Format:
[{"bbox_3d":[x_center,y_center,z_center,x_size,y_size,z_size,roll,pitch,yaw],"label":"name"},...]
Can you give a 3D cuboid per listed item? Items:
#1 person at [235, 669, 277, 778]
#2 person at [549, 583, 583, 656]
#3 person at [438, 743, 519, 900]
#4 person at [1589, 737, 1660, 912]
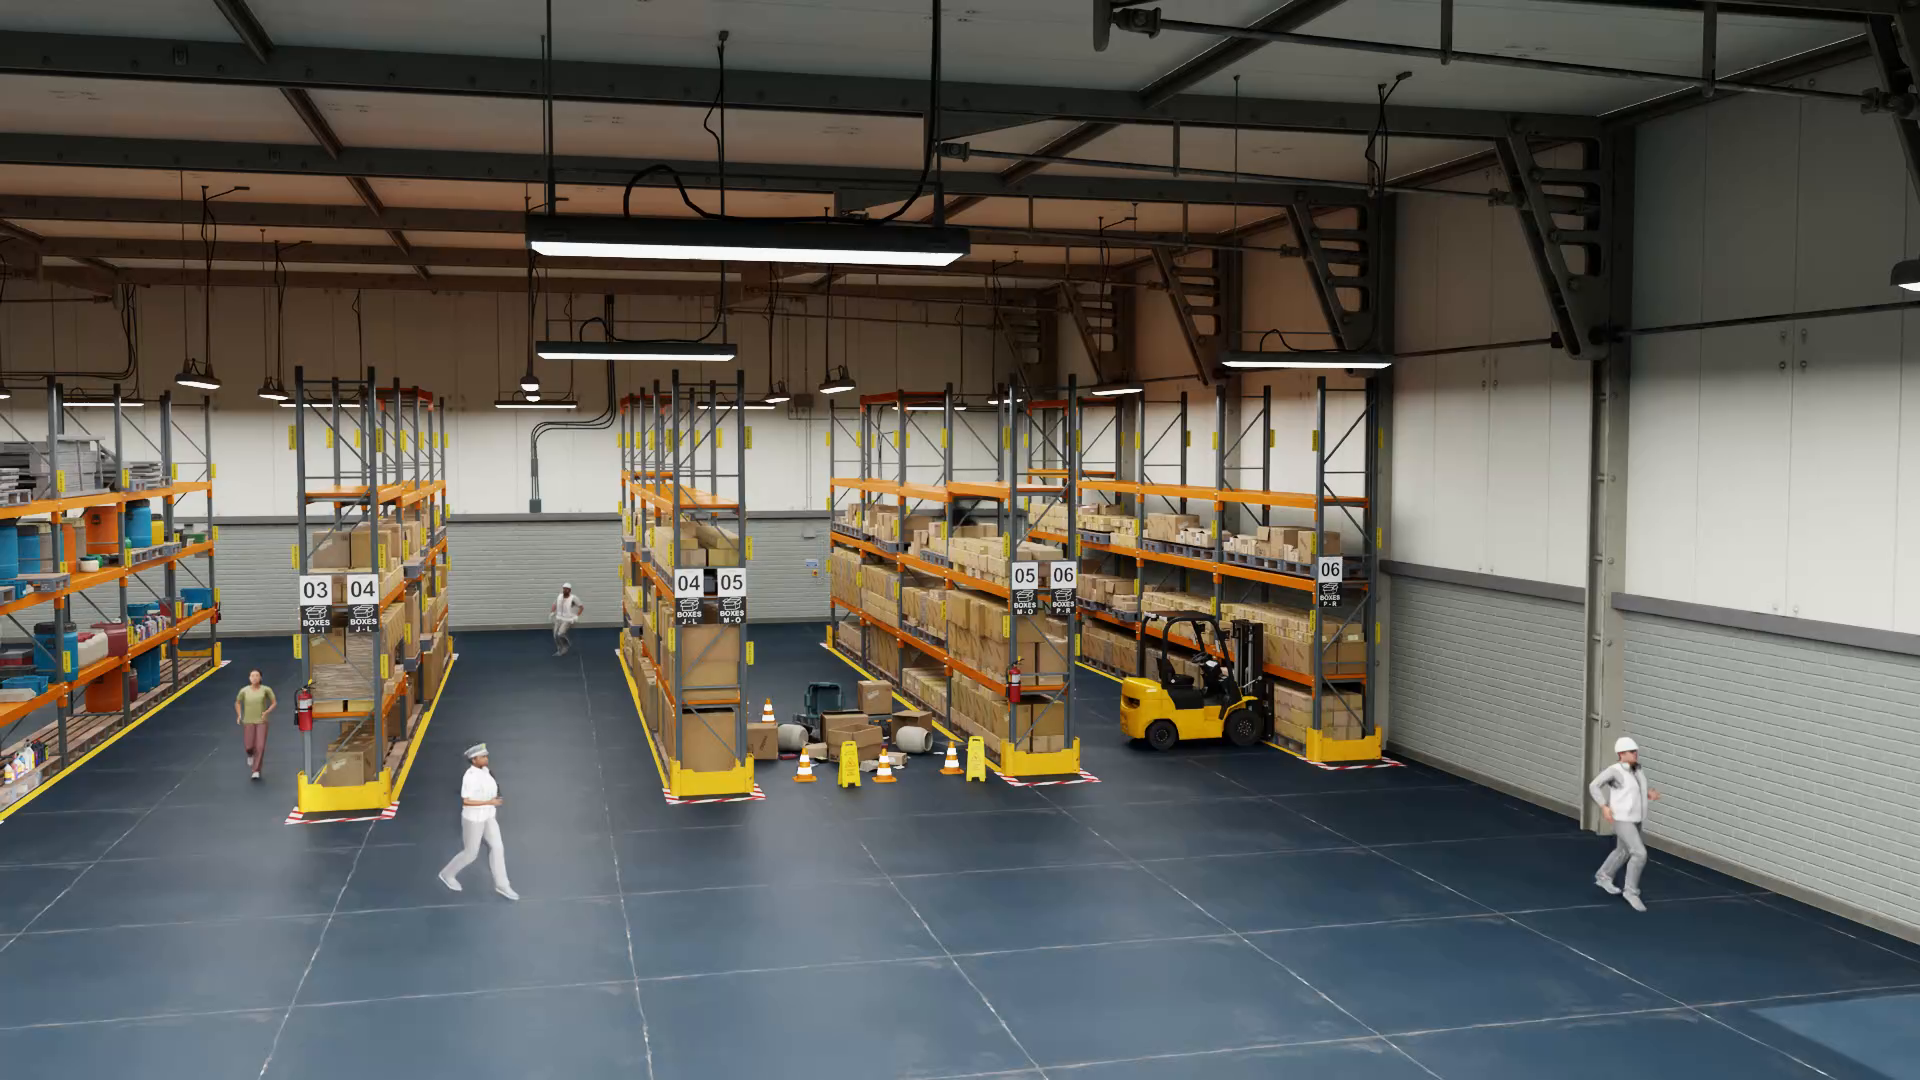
[{"bbox_3d":[-10.470,2.718,24.738,0.580,1.620,0.558,-1,4,-21],"label":"person"},{"bbox_3d":[-9.146,1.847,38.408,0.746,1.715,0.523,1,4,21],"label":"person"},{"bbox_3d":[-5.271,3.063,18.155,0.918,1.721,0.576,1,4,16],"label":"person"},{"bbox_3d":[7.192,3.045,17.961,0.625,1.833,0.767,-3,4,-37],"label":"person"}]
